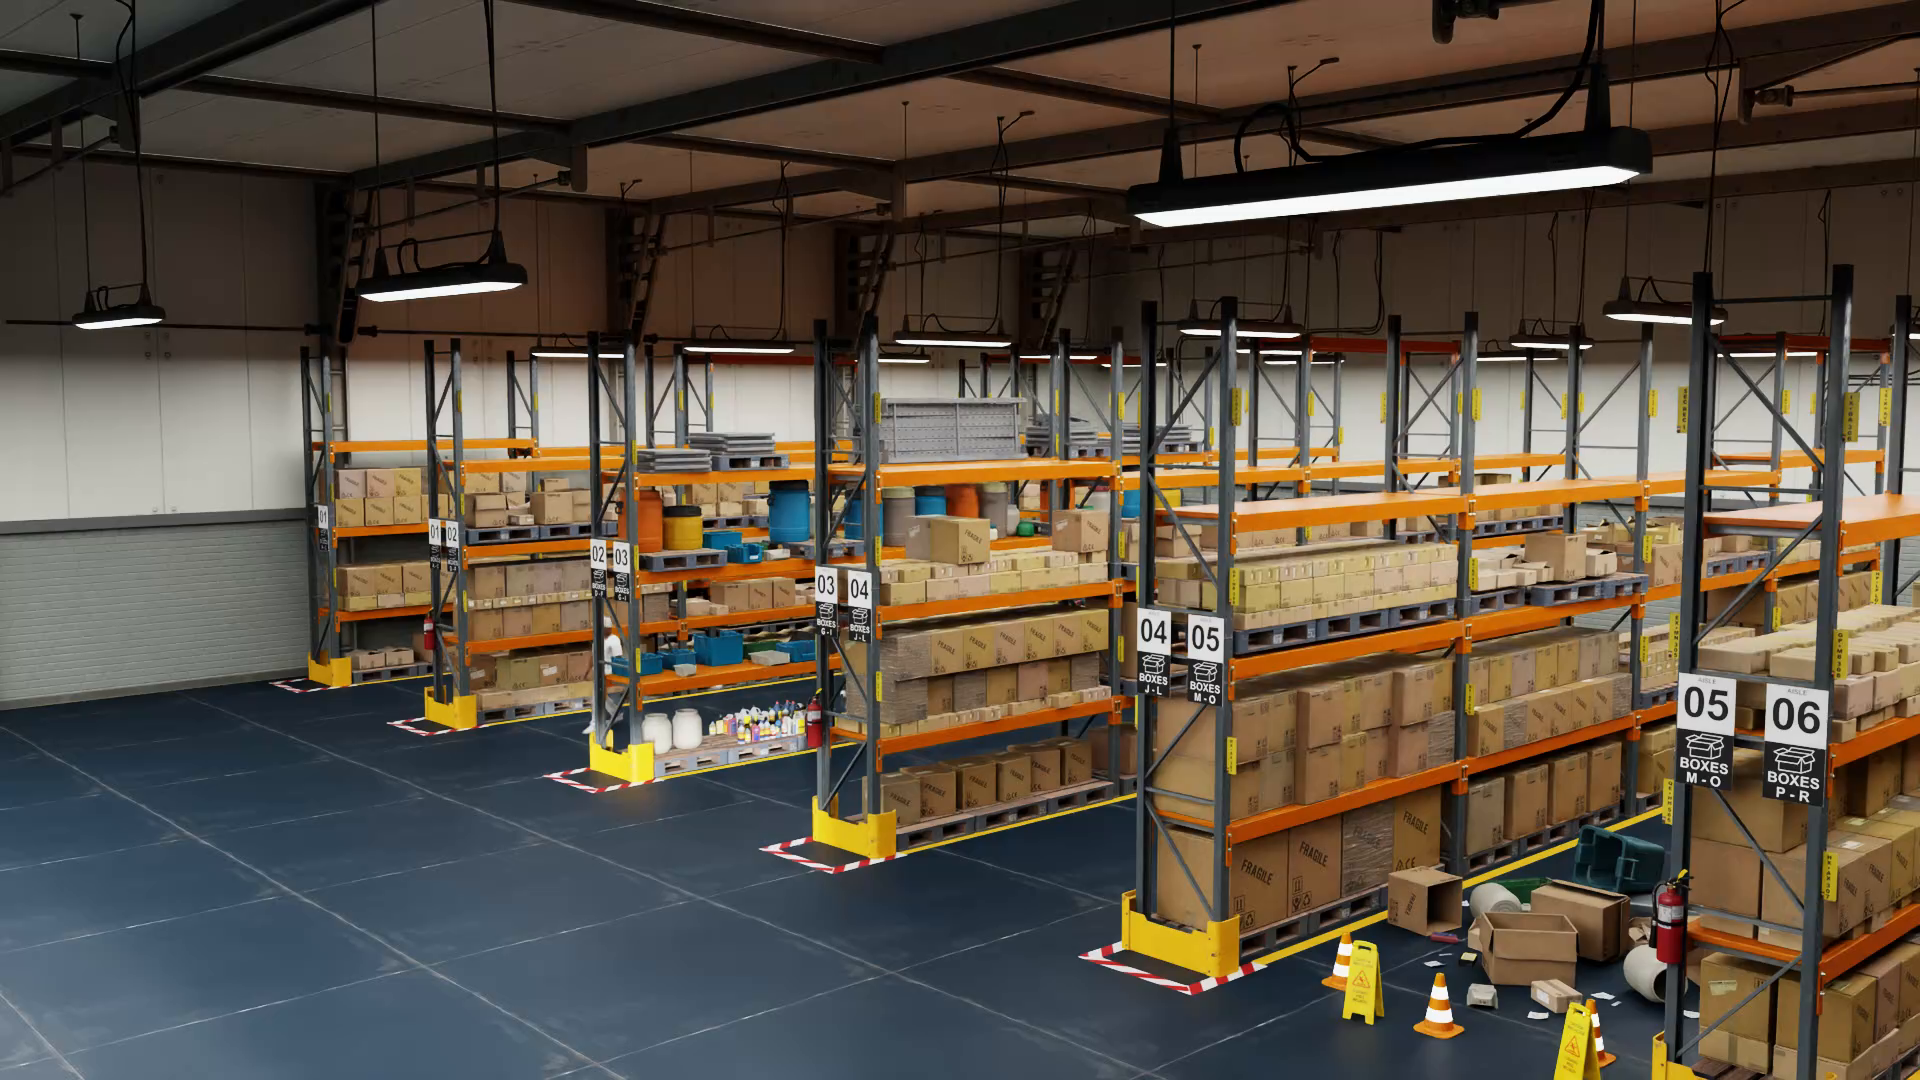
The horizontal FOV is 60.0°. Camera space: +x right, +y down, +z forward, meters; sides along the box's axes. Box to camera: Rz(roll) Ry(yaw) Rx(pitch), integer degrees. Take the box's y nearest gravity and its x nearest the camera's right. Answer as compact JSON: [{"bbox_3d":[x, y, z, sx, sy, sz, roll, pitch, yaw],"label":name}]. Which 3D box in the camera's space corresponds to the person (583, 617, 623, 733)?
[{"bbox_3d":[-5.488,2.057,25.576,0.659,1.759,0.765,5,7,43],"label":"person"}]

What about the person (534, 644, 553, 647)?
[{"bbox_3d":[-7.454,1.713,29.912,0.542,1.661,0.740,2,5,20],"label":"person"}]

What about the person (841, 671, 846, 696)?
[{"bbox_3d":[-1.553,1.854,26.632,0.461,1.505,1.072,-2,5,-20],"label":"person"}]
